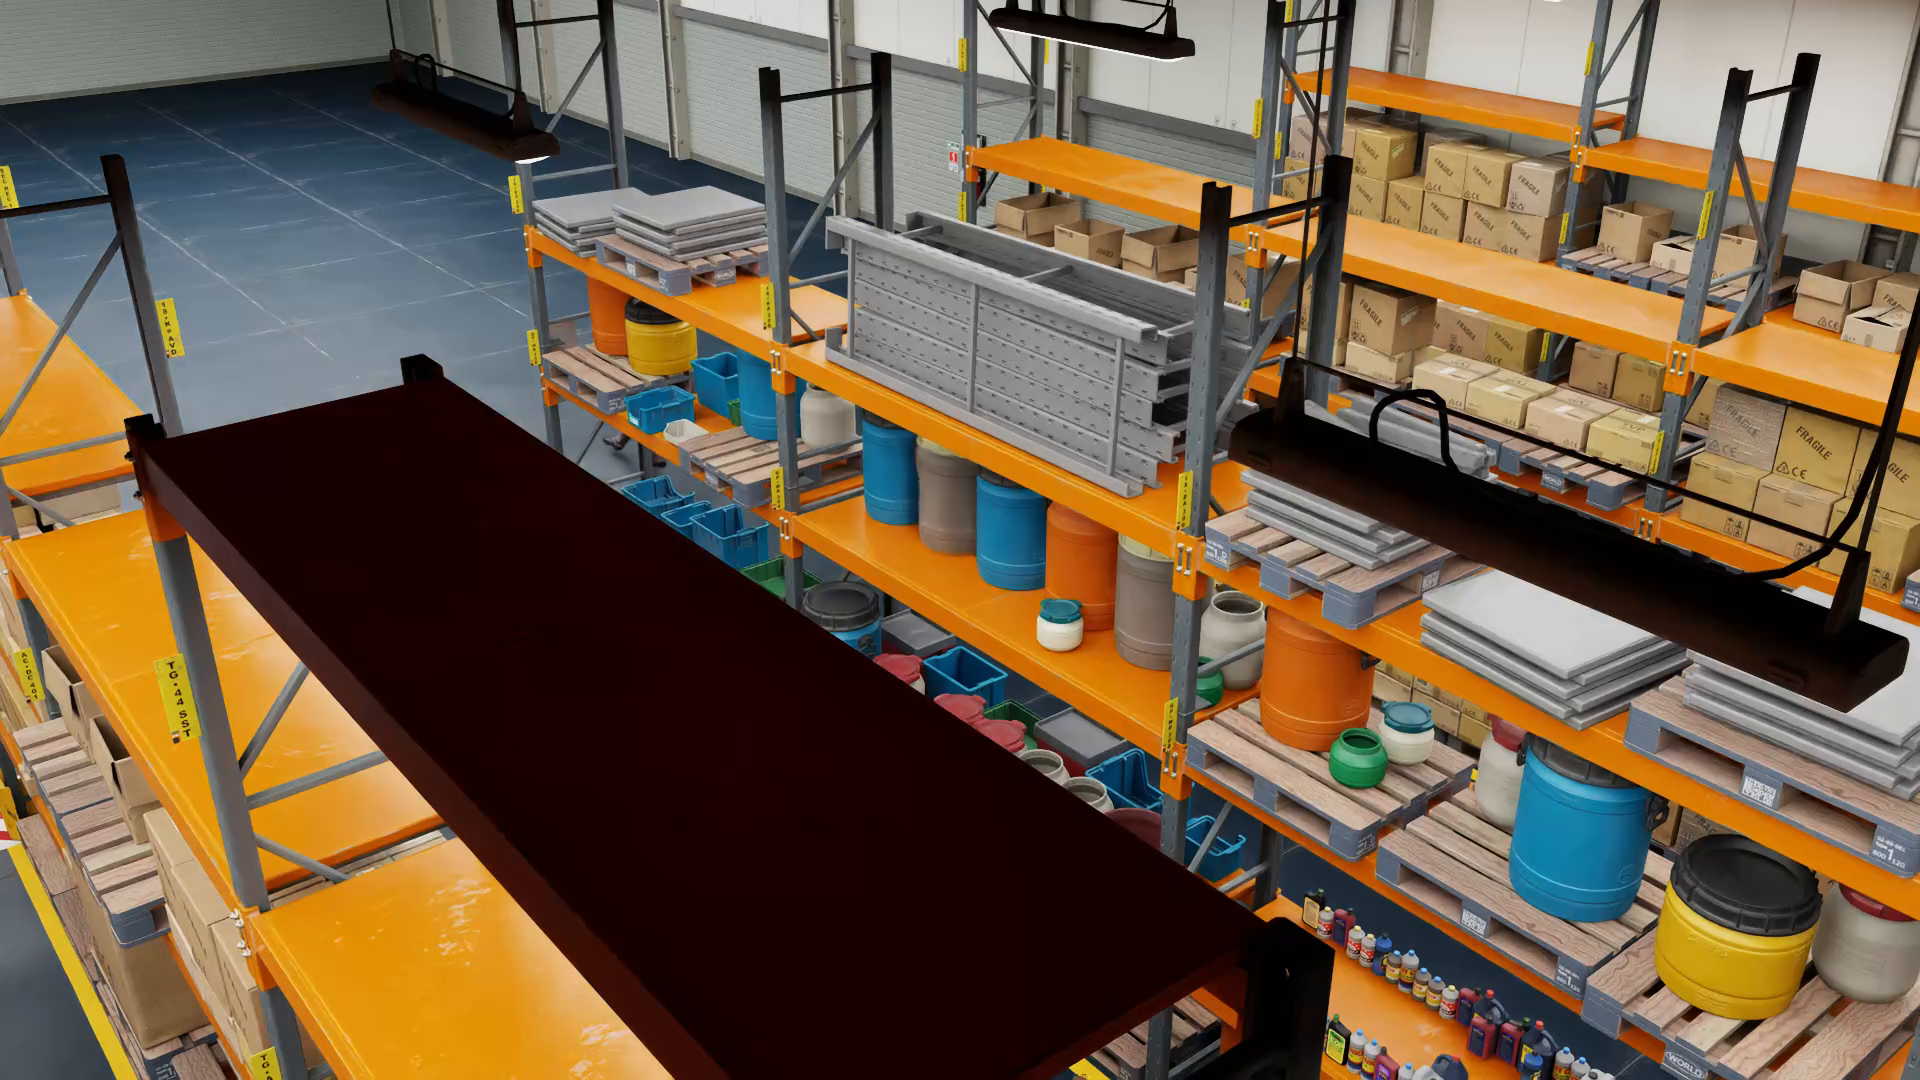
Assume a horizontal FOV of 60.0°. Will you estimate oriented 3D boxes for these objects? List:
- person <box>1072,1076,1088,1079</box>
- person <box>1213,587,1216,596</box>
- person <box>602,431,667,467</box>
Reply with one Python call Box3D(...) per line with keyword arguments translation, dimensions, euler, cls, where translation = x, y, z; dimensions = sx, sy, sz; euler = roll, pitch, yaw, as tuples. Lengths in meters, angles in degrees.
Box3D(translation=(0.700, 3.636, 8.896), dimensions=(0.701, 1.638, 0.730), euler=(-13, 29, -26), cls="person")
Box3D(translation=(1.854, 0.971, 13.870), dimensions=(1.023, 1.533, 0.546), euler=(21, 33, 37), cls="person")
Box3D(translation=(-3.985, -1.716, 19.840), dimensions=(1.069, 1.658, 0.569), euler=(9, 27, 18), cls="person")
